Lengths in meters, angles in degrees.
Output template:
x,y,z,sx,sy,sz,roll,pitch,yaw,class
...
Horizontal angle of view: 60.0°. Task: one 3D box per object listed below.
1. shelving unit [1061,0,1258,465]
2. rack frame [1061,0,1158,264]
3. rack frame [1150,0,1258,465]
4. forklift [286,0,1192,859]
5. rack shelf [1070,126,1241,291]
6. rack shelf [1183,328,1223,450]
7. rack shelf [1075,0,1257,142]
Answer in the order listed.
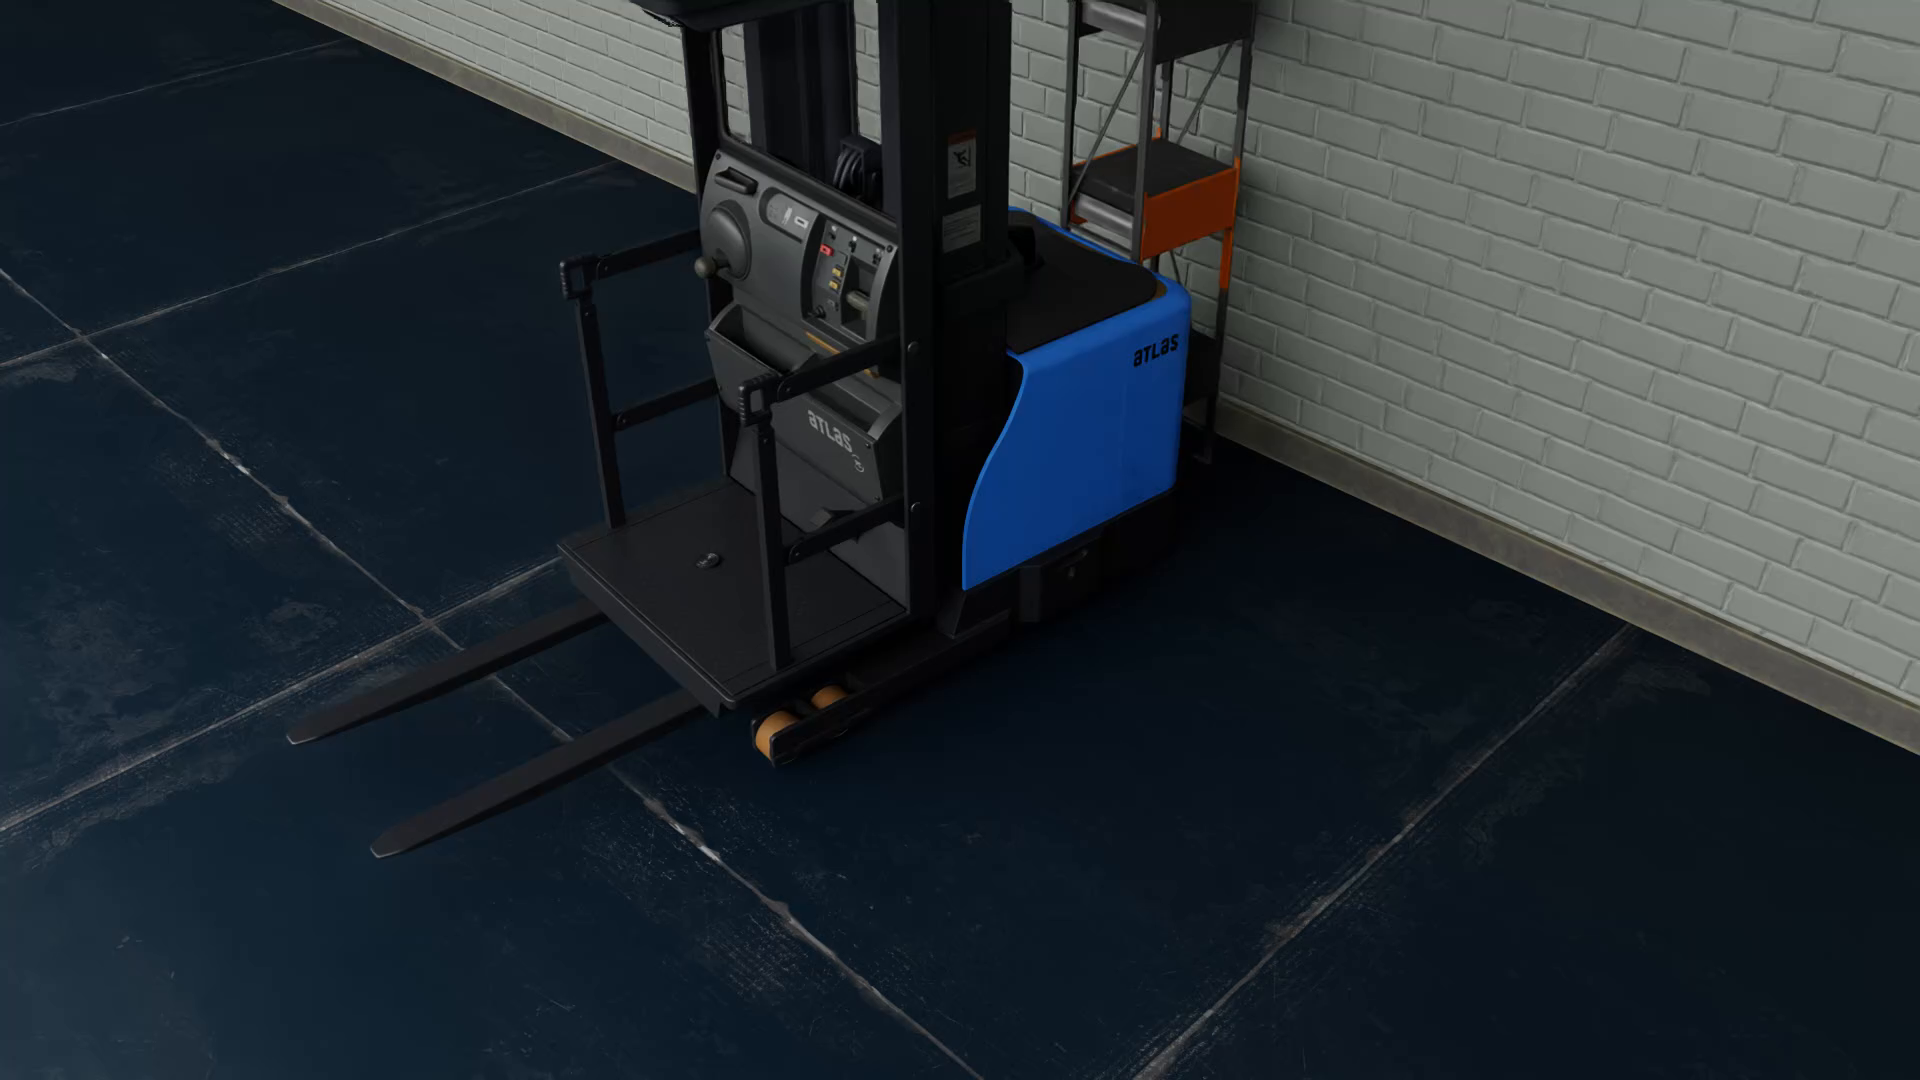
x,y,z,sx,sy,sz,roll,pitch,yaw,class
0.689,-1.163,6.082,0.503,2.100,0.431,-25,42,-32,shelving unit
0.501,-1.074,5.954,0.015,2.100,0.400,-25,42,-32,rack frame
0.877,-1.252,6.210,0.015,2.100,0.400,-25,42,-32,rack frame
-0.659,-0.838,4.890,3.031,2.935,1.130,-25,42,-32,forklift
0.689,-1.152,6.090,0.480,0.518,0.431,-25,42,-32,rack shelf
0.689,-0.578,6.490,0.480,0.518,0.431,-25,42,-32,rack shelf
0.689,-1.726,5.689,0.480,0.518,0.431,-25,42,-32,rack shelf
